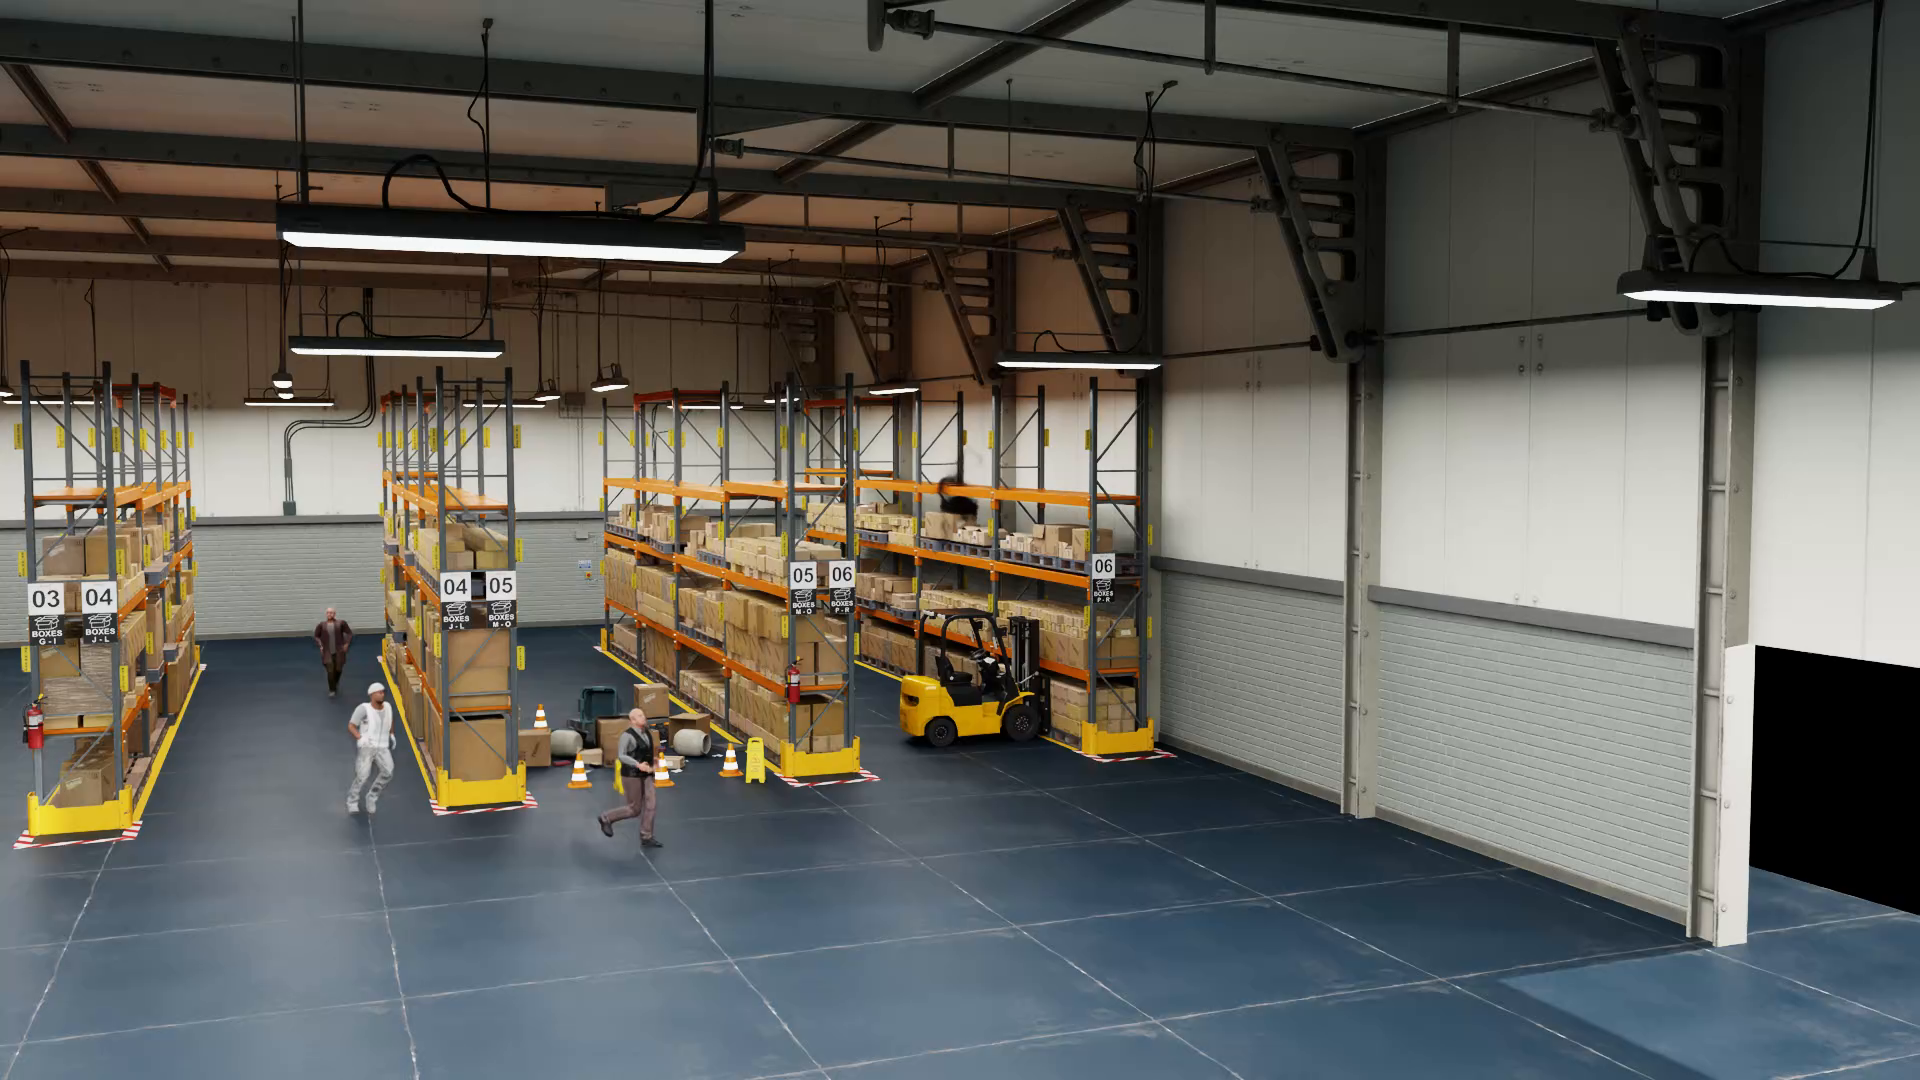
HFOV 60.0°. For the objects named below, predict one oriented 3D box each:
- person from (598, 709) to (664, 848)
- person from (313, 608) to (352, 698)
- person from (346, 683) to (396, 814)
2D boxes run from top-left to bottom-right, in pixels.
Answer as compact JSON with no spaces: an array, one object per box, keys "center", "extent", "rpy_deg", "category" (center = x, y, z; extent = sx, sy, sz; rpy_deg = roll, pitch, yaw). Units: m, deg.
[{"center":[-4.028,2.928,20.542],"extent":[0.821,1.720,0.669],"rpy_deg":[1,4,22],"category":"person"},{"center":[-12.239,2.188,32.455],"extent":[0.711,1.744,0.600],"rpy_deg":[-1,4,-17],"category":"person"},{"center":[-7.844,2.791,22.332],"extent":[0.609,1.732,0.745],"rpy_deg":[3,5,42],"category":"person"}]
